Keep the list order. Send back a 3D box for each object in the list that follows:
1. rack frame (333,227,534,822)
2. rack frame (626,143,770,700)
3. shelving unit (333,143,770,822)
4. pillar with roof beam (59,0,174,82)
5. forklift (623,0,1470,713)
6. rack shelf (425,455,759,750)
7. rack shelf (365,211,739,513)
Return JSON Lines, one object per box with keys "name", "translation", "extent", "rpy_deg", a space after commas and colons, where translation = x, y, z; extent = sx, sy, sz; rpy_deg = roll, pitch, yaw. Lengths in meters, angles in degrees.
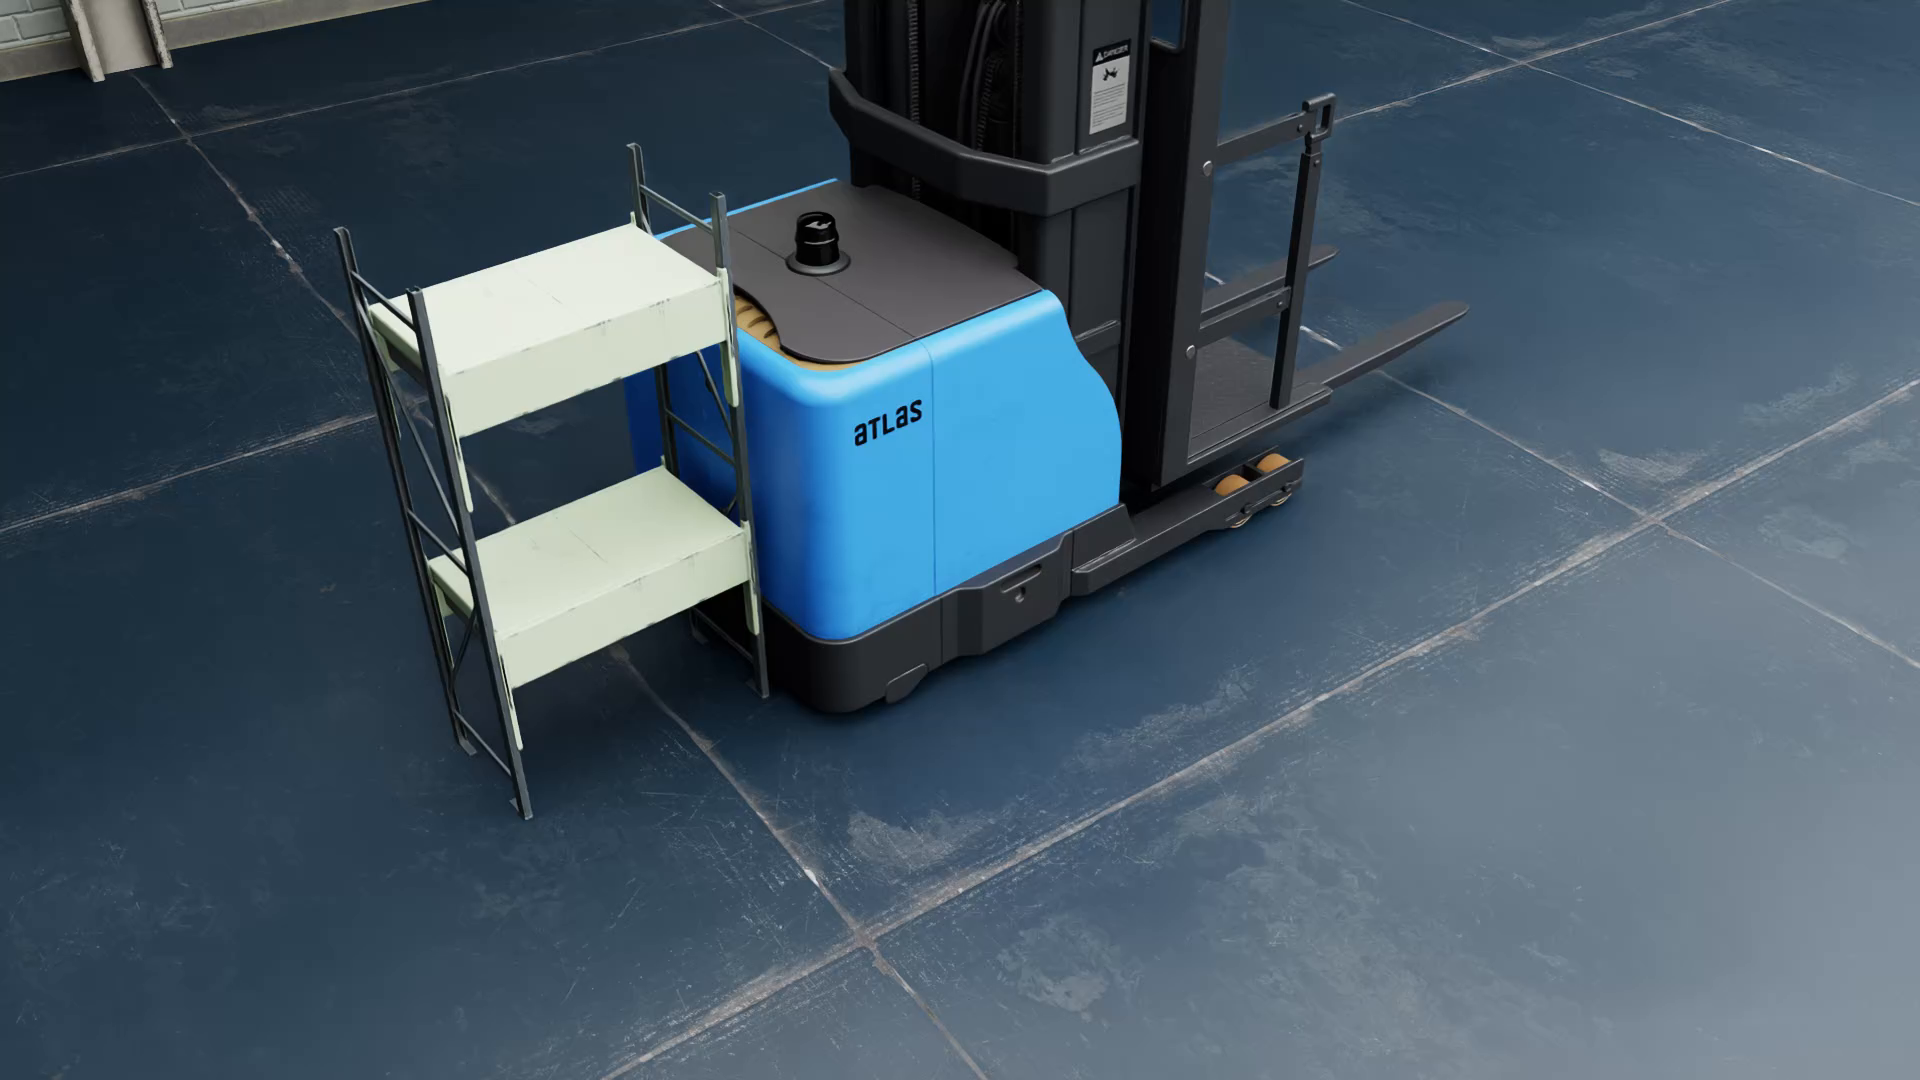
{"name": "rack frame", "translation": [-1.229, 0.017, 3.942], "extent": [0.023, 1.500, 0.400], "rpy_deg": [-26, 43, -31]}
{"name": "rack frame", "translation": [-0.668, -0.257, 4.323], "extent": [0.023, 1.500, 0.400], "rpy_deg": [-26, 43, -31]}
{"name": "shelving unit", "translation": [-0.949, -0.120, 4.132], "extent": [0.755, 1.500, 0.431], "rpy_deg": [-26, 43, -31]}
{"name": "pillar with roof beam", "translation": [-1.880, -4.080, 3.216], "extent": [0.400, 9.000, 9.100], "rpy_deg": [-22, 41, -28]}
{"name": "forklift", "translation": [0.483, -1.441, 4.744], "extent": [3.031, 2.935, 1.130], "rpy_deg": [-26, 43, -31]}
{"name": "rack shelf", "translation": [-0.949, 0.145, 4.322], "extent": [0.720, 0.370, 0.431], "rpy_deg": [-26, 43, -31]}
{"name": "rack shelf", "translation": [-0.949, -0.437, 3.904], "extent": [0.720, 0.370, 0.431], "rpy_deg": [-26, 43, -31]}
